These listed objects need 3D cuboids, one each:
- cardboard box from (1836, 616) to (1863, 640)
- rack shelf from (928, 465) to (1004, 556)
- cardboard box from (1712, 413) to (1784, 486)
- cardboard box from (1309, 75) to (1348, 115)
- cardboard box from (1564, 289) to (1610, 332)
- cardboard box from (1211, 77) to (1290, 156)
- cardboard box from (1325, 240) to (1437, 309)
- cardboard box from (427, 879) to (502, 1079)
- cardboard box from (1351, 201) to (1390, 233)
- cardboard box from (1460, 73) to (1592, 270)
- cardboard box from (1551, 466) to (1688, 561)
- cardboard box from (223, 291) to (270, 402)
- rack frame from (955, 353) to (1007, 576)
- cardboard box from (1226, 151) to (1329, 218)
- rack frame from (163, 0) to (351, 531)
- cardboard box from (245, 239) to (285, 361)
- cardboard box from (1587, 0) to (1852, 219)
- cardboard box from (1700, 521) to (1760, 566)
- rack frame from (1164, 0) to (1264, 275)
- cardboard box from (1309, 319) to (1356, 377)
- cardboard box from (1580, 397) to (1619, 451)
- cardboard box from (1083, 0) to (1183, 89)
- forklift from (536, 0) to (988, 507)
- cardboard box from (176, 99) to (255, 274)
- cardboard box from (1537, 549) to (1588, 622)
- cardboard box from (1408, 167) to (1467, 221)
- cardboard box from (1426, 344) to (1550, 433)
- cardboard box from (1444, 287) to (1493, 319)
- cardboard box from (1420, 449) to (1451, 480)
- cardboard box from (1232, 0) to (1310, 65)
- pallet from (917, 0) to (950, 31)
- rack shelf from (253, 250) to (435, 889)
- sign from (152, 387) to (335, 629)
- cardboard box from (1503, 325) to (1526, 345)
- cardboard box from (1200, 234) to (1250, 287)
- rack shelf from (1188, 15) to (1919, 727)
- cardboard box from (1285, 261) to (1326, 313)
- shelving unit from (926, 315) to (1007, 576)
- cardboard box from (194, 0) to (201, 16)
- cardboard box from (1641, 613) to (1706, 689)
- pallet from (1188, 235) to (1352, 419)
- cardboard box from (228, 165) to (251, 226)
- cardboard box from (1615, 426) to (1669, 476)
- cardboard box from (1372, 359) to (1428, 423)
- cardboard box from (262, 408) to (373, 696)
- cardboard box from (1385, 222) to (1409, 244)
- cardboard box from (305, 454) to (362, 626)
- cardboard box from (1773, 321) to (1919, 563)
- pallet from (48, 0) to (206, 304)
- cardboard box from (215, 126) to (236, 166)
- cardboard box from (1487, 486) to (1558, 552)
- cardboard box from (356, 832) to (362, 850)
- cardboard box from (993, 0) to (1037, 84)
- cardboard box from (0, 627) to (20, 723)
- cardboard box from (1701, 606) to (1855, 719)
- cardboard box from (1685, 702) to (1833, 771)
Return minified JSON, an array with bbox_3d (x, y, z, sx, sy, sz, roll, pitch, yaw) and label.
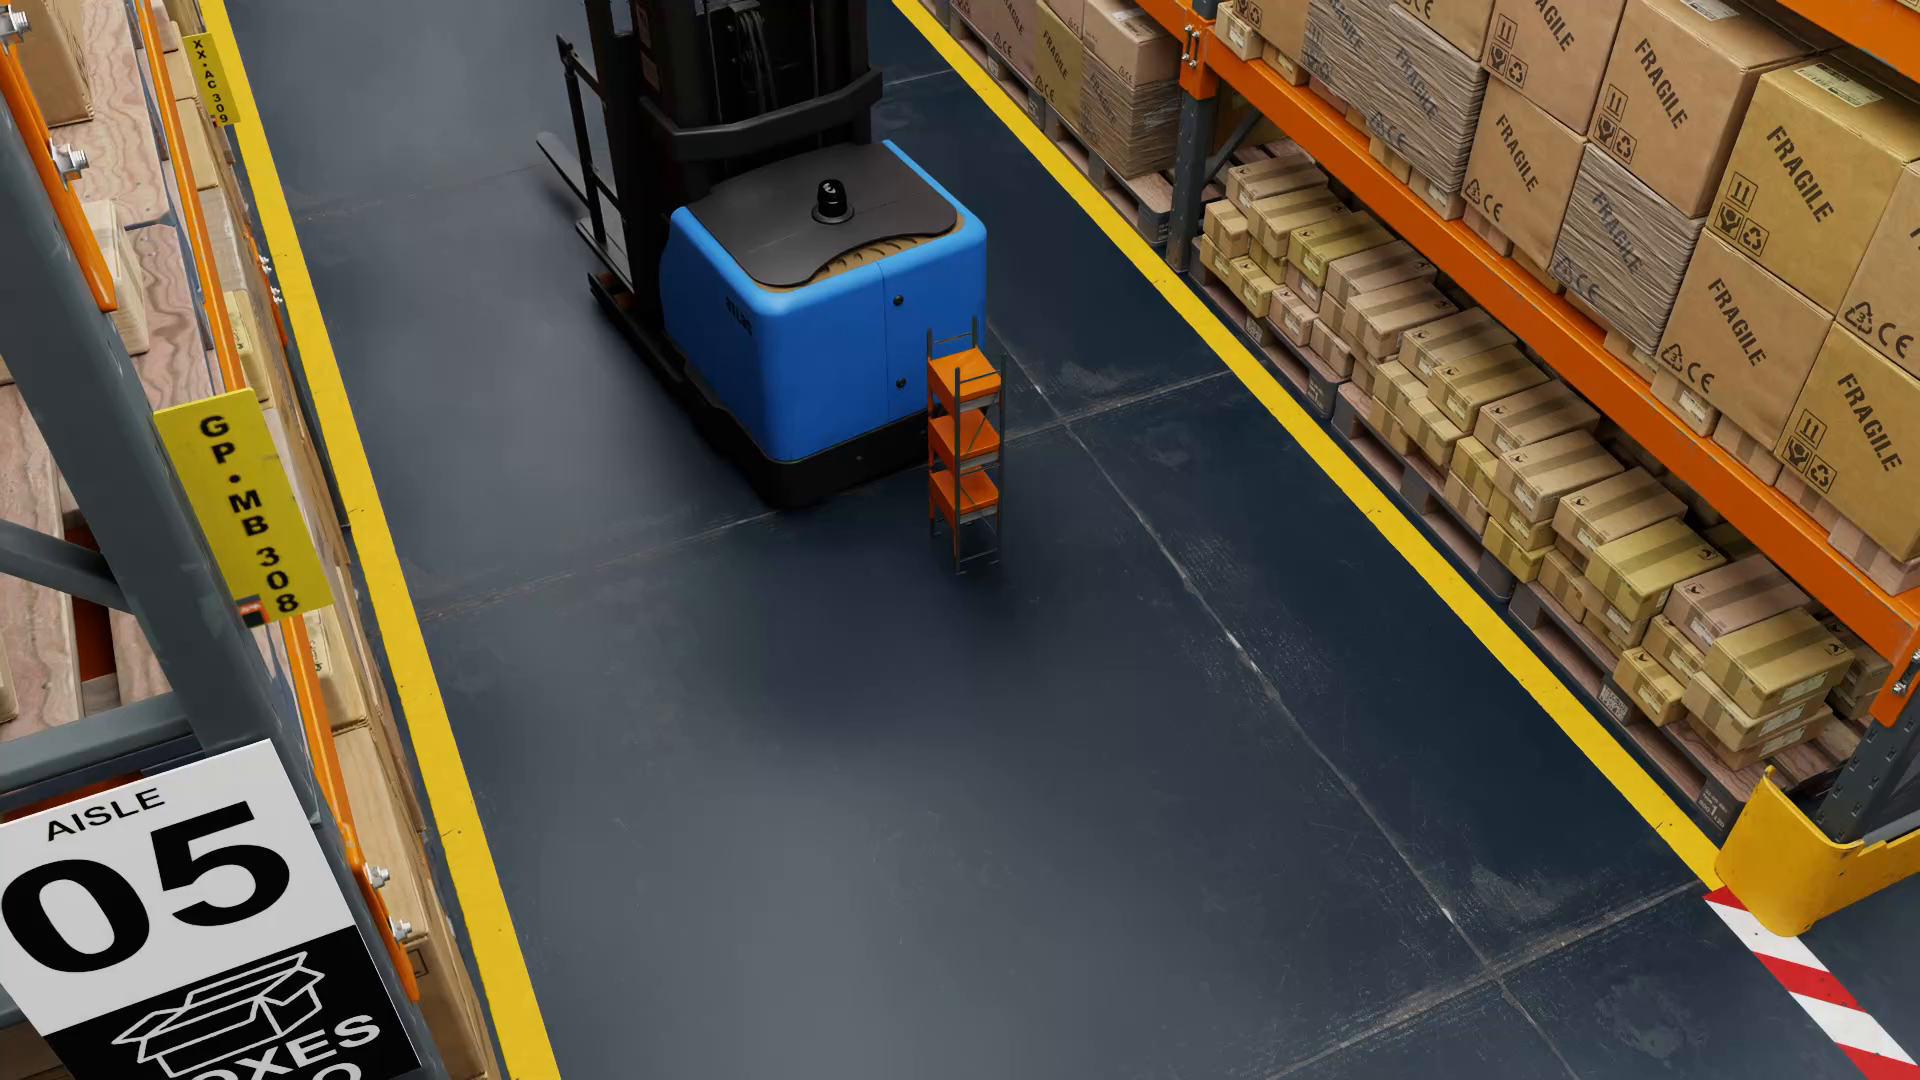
[{"bbox_3d":[3.250,0.232,5.686,0.380,0.149,0.250,-20,48,-19],"label":"cardboard box"},{"bbox_3d":[0.022,-0.134,6.549,0.215,0.259,0.240,-18,47,-17],"label":"rack shelf"},{"bbox_3d":[2.579,-0.347,5.145,0.380,0.149,0.250,-18,48,-18],"label":"cardboard box"},{"bbox_3d":[1.638,-1.872,6.691,0.380,0.149,0.250,-20,48,-19],"label":"cardboard box"},{"bbox_3d":[2.306,-0.869,5.674,0.380,0.149,0.250,-20,48,-19],"label":"cardboard box"},{"bbox_3d":[1.410,-2.345,8.472,0.500,0.500,0.500,-16,47,-16],"label":"cardboard box"},{"bbox_3d":[1.780,-1.103,7.039,0.380,0.149,0.250,-19,48,-18],"label":"cardboard box"},{"bbox_3d":[-1.228,1.113,3.415,0.500,0.500,0.500,-18,48,-18],"label":"cardboard box"},{"bbox_3d":[2.026,-1.501,7.655,0.380,0.149,0.250,-20,48,-19],"label":"cardboard box"},{"bbox_3d":[2.105,-1.310,5.659,0.500,0.500,0.500,-16,47,-15],"label":"cardboard box"},{"bbox_3d":[2.380,-0.084,6.007,0.380,0.149,0.250,-20,48,-19],"label":"cardboard box"},{"bbox_3d":[-1.799,-0.392,3.767,0.380,0.149,0.250,-19,48,-18],"label":"cardboard box"},{"bbox_3d":[0.074,-0.262,6.268,0.200,1.050,0.008,-18,47,-17],"label":"rack frame"},{"bbox_3d":[1.437,-1.602,7.545,0.380,0.149,0.250,-16,47,-16],"label":"cardboard box"},{"bbox_3d":[-2.969,-1.010,5.638,1.000,3.000,0.127,-18,47,-17],"label":"rack frame"},{"bbox_3d":[-2.542,-0.825,5.380,0.500,0.500,0.500,-18,47,-17],"label":"cardboard box"},{"bbox_3d":[2.304,-1.354,4.992,0.500,0.500,0.500,-16,47,-15],"label":"cardboard box"},{"bbox_3d":[2.927,0.042,6.091,0.380,0.149,0.250,-17,47,-17],"label":"cardboard box"},{"bbox_3d":[1.480,-2.536,7.185,1.000,3.000,0.127,-18,47,-17],"label":"rack frame"},{"bbox_3d":[1.757,-0.884,7.241,0.380,0.149,0.250,-19,48,-18],"label":"cardboard box"},{"bbox_3d":[2.568,-0.455,6.595,0.380,0.149,0.250,-16,47,-15],"label":"cardboard box"},{"bbox_3d":[0.937,-2.463,8.057,0.500,0.250,0.500,-19,48,-18],"label":"cardboard box"},{"bbox_3d":[-1.089,-2.192,6.885,1.130,2.935,3.031,-24,49,-22],"label":"forklift"},{"bbox_3d":[-2.314,-0.856,4.699,0.500,0.500,0.500,-19,48,-18],"label":"cardboard box"},{"bbox_3d":[2.403,0.123,6.220,0.380,0.149,0.250,-18,47,-17],"label":"cardboard box"},{"bbox_3d":[1.900,-1.345,6.156,0.380,0.149,0.250,-16,47,-16],"label":"cardboard box"},{"bbox_3d":[2.071,-0.598,6.528,0.380,0.149,0.250,-18,47,-17],"label":"cardboard box"},{"bbox_3d":[2.296,-0.990,7.137,0.380,0.149,0.250,-17,47,-16],"label":"cardboard box"},{"bbox_3d":[2.104,-0.384,6.735,0.380,0.149,0.250,-17,47,-16],"label":"cardboard box"},{"bbox_3d":[1.459,-2.288,6.650,0.500,0.500,0.500,-19,48,-18],"label":"cardboard box"},{"bbox_3d":[0.125,-3.594,10.242,1.003,0.211,1.213,-18,47,-17],"label":"pallet"},{"bbox_3d":[-2.128,0.521,4.599,1.077,0.370,4.000,-18,47,-17],"label":"rack shelf"},{"bbox_3d":[-0.781,-0.028,1.828,0.100,0.325,0.005,-18,47,-17],"label":"sign"},{"bbox_3d":[2.481,-0.923,6.857,0.380,0.149,0.250,-20,48,-19],"label":"cardboard box"},{"bbox_3d":[1.341,-1.344,7.707,0.380,0.149,0.250,-20,48,-19],"label":"cardboard box"},{"bbox_3d":[2.321,-1.005,6.146,1.077,0.370,4.000,-18,47,-17],"label":"rack shelf"},{"bbox_3d":[1.665,-1.172,7.321,0.380,0.149,0.250,-18,47,-18],"label":"cardboard box"},{"bbox_3d":[0.022,-0.340,6.347,0.215,1.050,0.252,-18,47,-17],"label":"shelving unit"},{"bbox_3d":[-4.879,-3.136,9.364,0.950,0.372,0.625,-21,48,-20],"label":"cardboard box"},{"bbox_3d":[2.620,0.338,5.791,0.380,0.149,0.250,-19,48,-18],"label":"cardboard box"},{"bbox_3d":[1.794,-1.126,7.741,1.003,0.211,1.213,-18,47,-17],"label":"pallet"},{"bbox_3d":[-2.914,-1.315,6.054,0.500,0.250,0.500,-19,48,-18],"label":"cardboard box"},{"bbox_3d":[2.747,-0.419,6.347,0.380,0.149,0.250,-16,47,-16],"label":"cardboard box"},{"bbox_3d":[1.919,-0.637,6.779,0.380,0.149,0.250,-18,48,-18],"label":"cardboard box"},{"bbox_3d":[-1.677,0.105,3.725,0.500,0.500,0.500,-18,48,-18],"label":"cardboard box"},{"bbox_3d":[2.120,-1.425,7.366,0.380,0.149,0.250,-18,48,-18],"label":"cardboard box"},{"bbox_3d":[-1.890,0.155,4.386,0.500,0.500,0.500,-17,47,-16],"label":"cardboard box"},{"bbox_3d":[2.739,-0.339,4.675,0.500,0.500,0.500,-17,47,-17],"label":"cardboard box"},{"bbox_3d":[-2.125,-0.745,3.297,1.003,0.211,1.213,-18,47,-17],"label":"pallet"},{"bbox_3d":[-2.898,-1.498,5.883,0.500,0.250,0.500,-19,48,-19],"label":"cardboard box"},{"bbox_3d":[2.231,-0.136,6.272,0.380,0.149,0.250,-17,47,-17],"label":"cardboard box"},{"bbox_3d":[-1.185,0.609,2.752,0.380,0.149,0.250,-17,47,-17],"label":"cardboard box"},{"bbox_3d":[0.513,-2.848,8.982,0.500,0.500,0.500,-19,48,-18],"label":"cardboard box"},{"bbox_3d":[-1.558,0.080,2.135,0.500,0.250,0.500,-22,49,-21],"label":"cardboard box"},{"bbox_3d":[2.709,0.404,5.512,0.380,0.149,0.250,-18,47,-17],"label":"cardboard box"},{"bbox_3d":[2.751,0.604,5.733,0.380,0.149,0.250,-17,47,-17],"label":"cardboard box"}]
